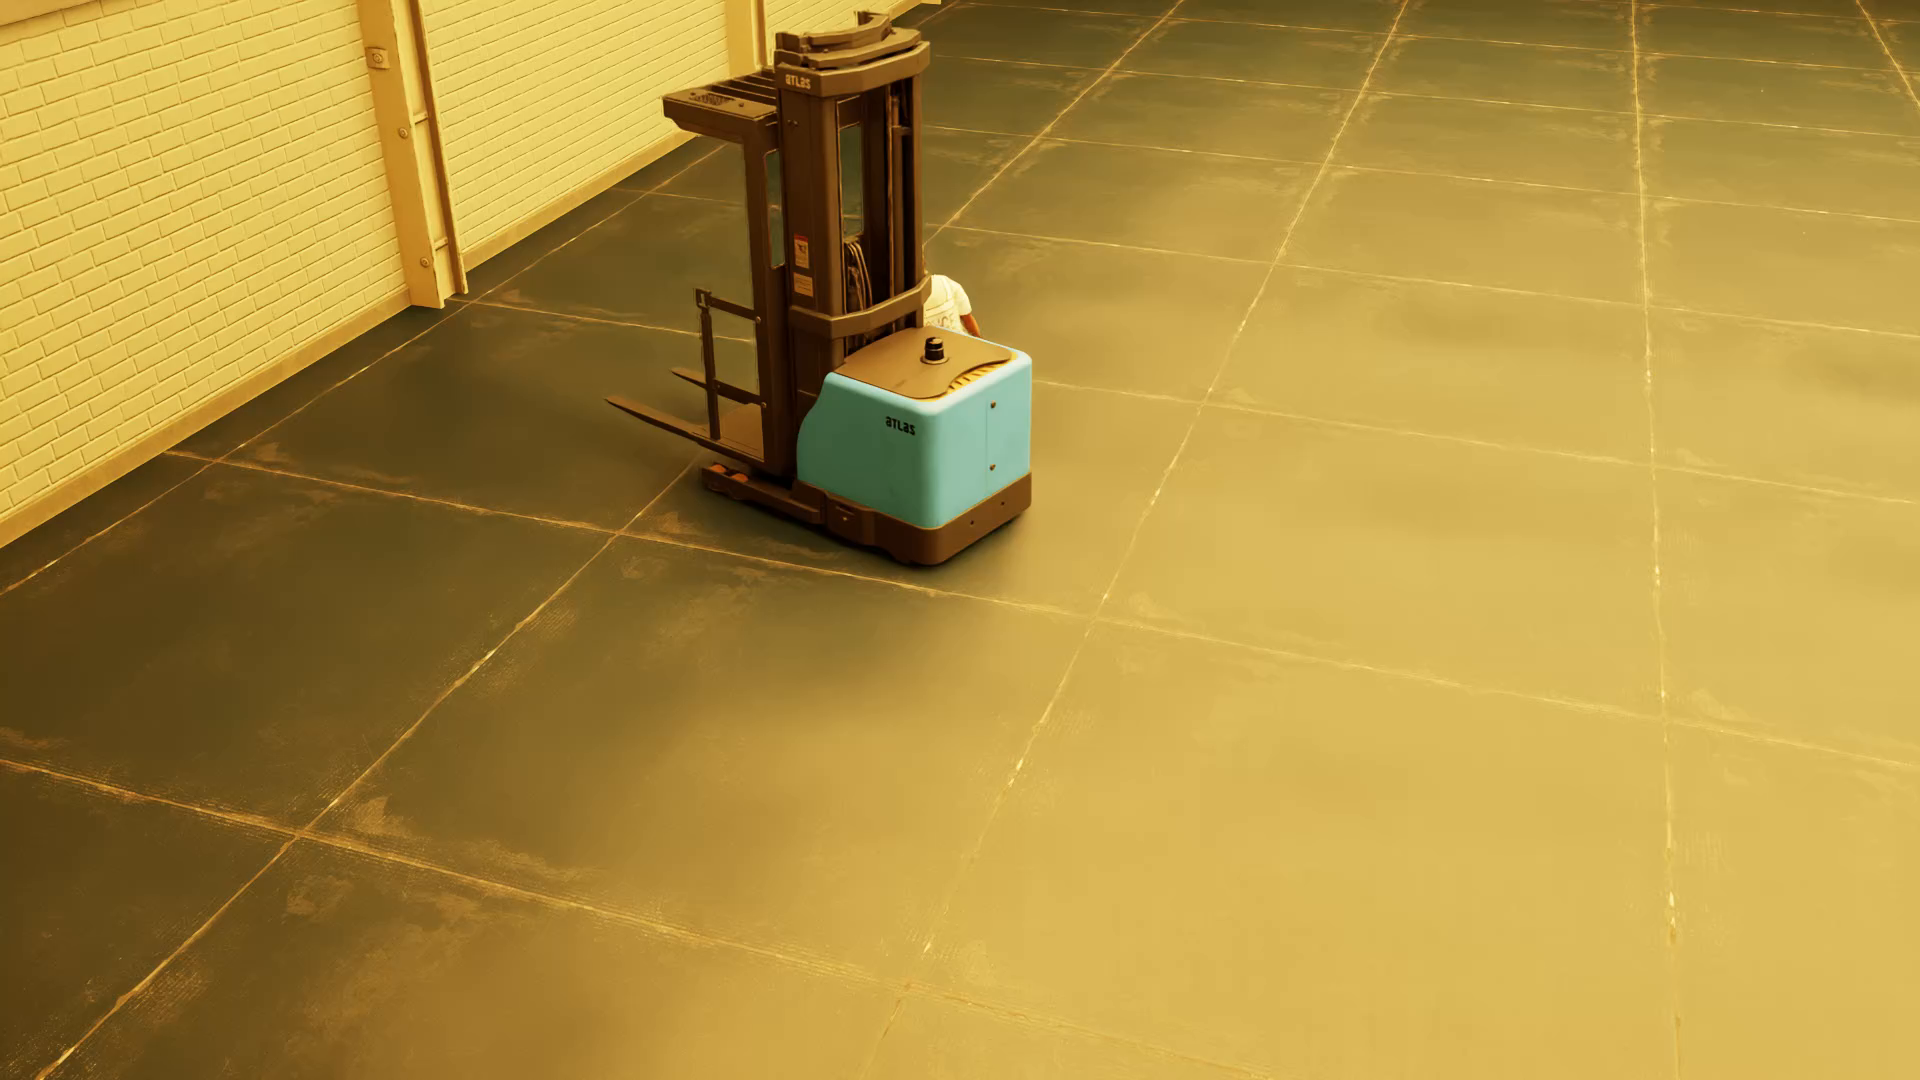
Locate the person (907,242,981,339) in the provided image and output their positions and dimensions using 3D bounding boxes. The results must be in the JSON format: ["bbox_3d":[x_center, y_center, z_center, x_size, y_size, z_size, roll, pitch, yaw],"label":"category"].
[{"bbox_3d":[-0.298,-1.257,10.762,0.880,1.492,1.030,-7,31,-13],"label":"person"}]

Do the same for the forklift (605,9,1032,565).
[{"bbox_3d":[-1.027,-1.710,10.137,3.031,2.935,1.130,21,36,32],"label":"forklift"}]
